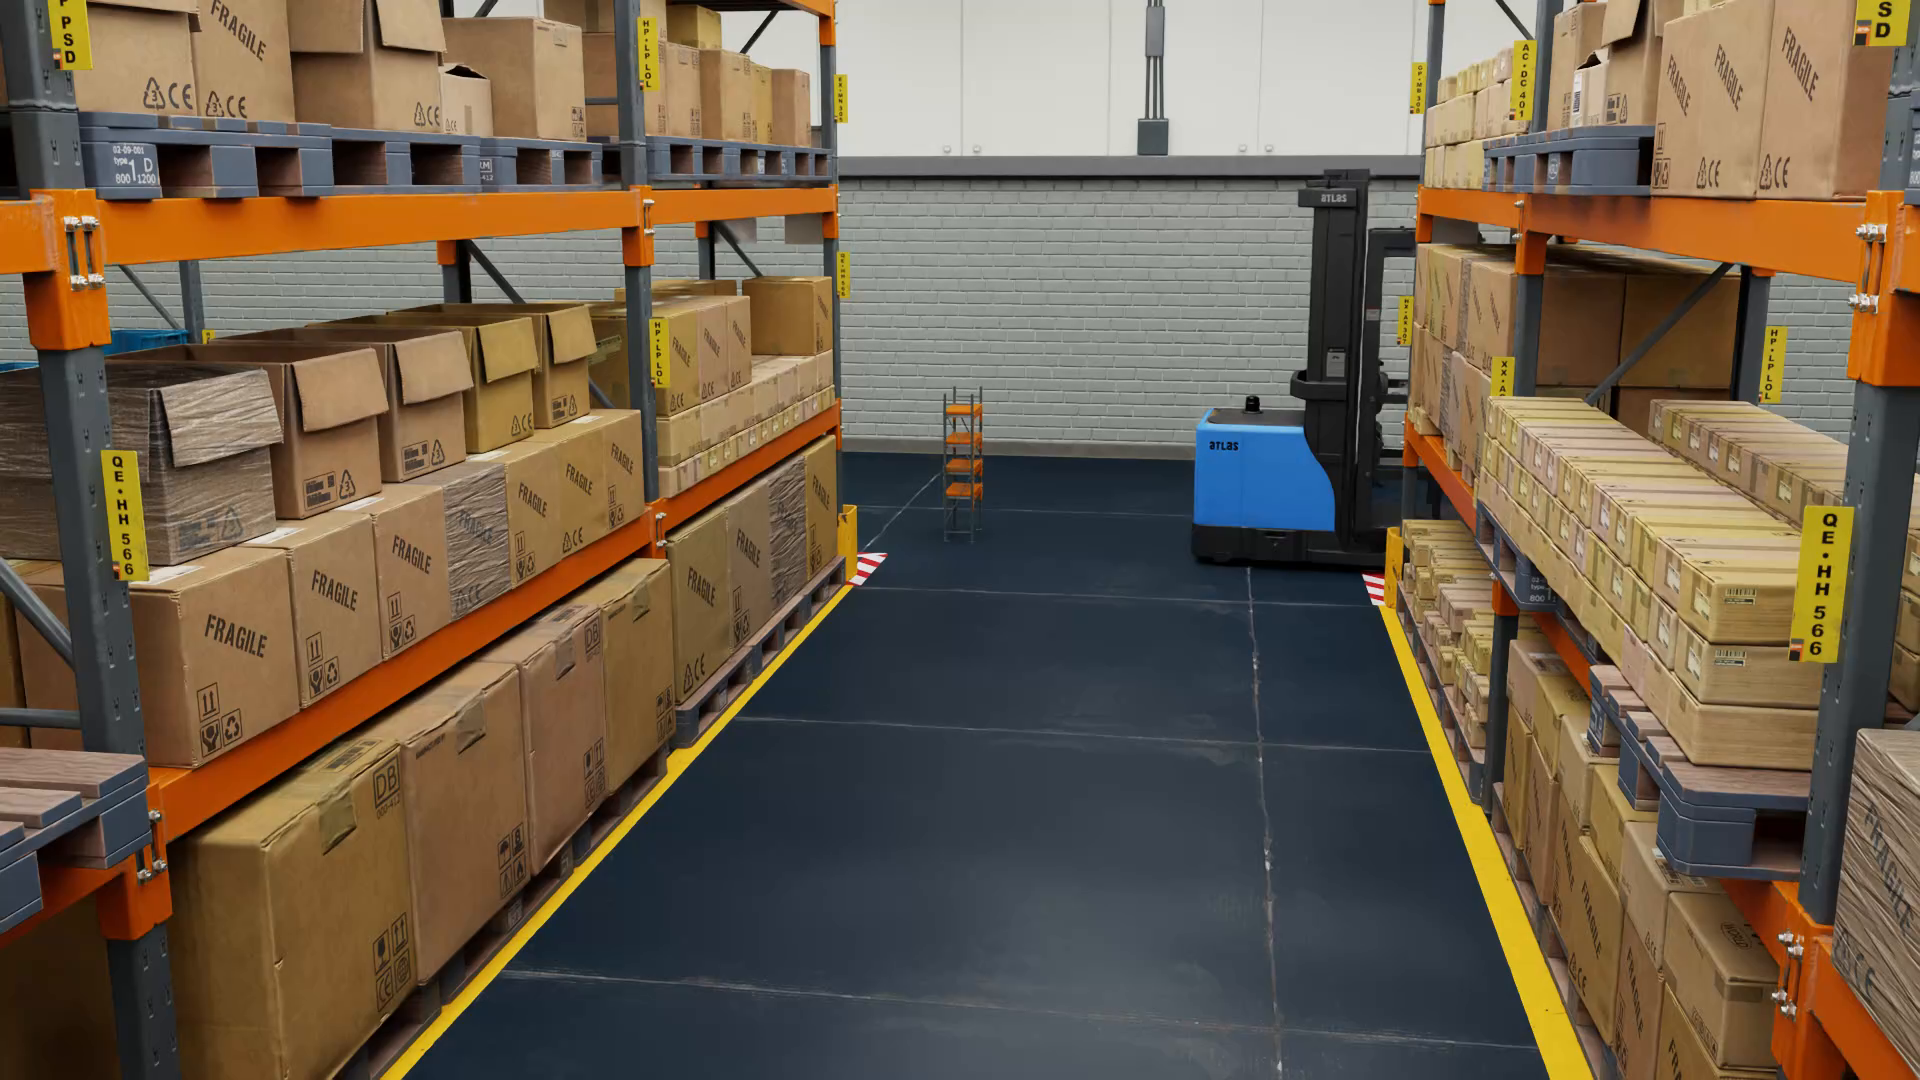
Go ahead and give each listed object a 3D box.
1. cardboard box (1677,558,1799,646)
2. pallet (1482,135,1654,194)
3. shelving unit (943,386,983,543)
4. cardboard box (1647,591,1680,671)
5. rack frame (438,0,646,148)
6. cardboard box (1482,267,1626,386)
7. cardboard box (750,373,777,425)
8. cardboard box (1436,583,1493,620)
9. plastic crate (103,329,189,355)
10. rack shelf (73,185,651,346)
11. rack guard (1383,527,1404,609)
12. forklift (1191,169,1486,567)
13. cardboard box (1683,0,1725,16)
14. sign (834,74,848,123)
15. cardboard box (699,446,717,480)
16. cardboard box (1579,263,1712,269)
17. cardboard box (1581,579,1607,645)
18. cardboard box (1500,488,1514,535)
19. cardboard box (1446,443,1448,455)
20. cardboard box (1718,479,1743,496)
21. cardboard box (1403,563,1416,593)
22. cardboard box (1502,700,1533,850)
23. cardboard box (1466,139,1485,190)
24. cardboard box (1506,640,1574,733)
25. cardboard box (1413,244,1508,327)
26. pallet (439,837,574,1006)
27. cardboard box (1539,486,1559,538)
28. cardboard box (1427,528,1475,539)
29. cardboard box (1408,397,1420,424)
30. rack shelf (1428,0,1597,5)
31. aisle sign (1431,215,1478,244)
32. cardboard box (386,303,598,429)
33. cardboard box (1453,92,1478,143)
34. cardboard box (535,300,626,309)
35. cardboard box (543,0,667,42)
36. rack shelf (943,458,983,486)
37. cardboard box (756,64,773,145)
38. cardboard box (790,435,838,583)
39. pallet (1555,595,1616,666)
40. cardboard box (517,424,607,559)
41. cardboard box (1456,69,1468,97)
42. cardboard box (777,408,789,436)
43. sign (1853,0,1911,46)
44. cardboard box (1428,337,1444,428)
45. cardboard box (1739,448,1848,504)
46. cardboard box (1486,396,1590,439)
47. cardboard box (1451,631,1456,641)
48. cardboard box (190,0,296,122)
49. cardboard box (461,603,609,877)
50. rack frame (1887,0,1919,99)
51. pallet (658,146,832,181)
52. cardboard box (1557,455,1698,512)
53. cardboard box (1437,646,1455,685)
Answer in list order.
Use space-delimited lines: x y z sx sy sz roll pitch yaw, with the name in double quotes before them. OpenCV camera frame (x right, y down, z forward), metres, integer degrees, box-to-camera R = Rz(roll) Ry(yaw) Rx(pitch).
"cardboard box" 1.917 0.145 3.889 0.380 0.149 0.250 1 12 6
"pallet" 2.709 -1.447 6.415 1.213 0.211 1.003 2 12 9
"shelving unit" 0.025 -0.621 13.527 0.258 1.200 0.503 2 12 9
"cardboard box" 1.960 0.234 4.182 0.380 0.149 0.250 2 12 11
"rack frame" -1.976 -3.312 7.502 1.000 3.000 0.127 2 12 9
"cardboard box" 2.715 -0.987 7.639 0.500 0.500 0.500 1 12 7
"cardboard box" -1.406 -0.855 9.989 0.500 0.250 0.500 2 12 9
"cardboard box" 2.835 0.343 9.138 0.380 0.149 0.250 1 12 7
"plastic crate" -6.122 -1.344 12.381 0.616 0.435 0.499 2 12 9
"rack shelf" -2.283 -1.078 5.962 1.077 0.370 4.000 2 12 9
"rack guard" 3.513 0.207 11.345 1.175 0.500 0.348 2 12 9
"forklift" 3.333 -1.277 12.464 3.031 2.935 1.130 3 12 13
"cardboard box" 2.277 -1.616 4.695 0.396 0.266 0.258 2 12 9
"sign" -0.827 -3.052 11.502 0.100 0.325 0.005 2 12 9
"cardboard box" -1.521 -0.417 8.905 0.380 0.149 0.250 2 12 11
"cardboard box" 3.284 -1.075 8.046 0.500 0.500 0.500 2 12 7
"cardboard box" 2.077 0.222 4.944 0.380 0.149 0.250 1 12 6
"cardboard box" 2.315 -0.103 6.452 0.380 0.149 0.250 2 12 9
"cardboard box" 2.962 -0.524 9.403 0.380 0.149 0.250 2 12 11
"cardboard box" 2.884 -0.119 5.818 0.380 0.149 0.250 1 12 6
"cardboard box" 3.128 0.257 10.953 0.380 0.149 0.250 2 12 10
"cardboard box" 2.534 0.964 6.836 0.500 0.500 0.500 2 12 11
"cardboard box" 2.884 -1.911 8.477 0.500 0.250 0.500 2 12 8
"cardboard box" 2.535 0.598 6.757 0.500 0.250 0.500 1 12 6
"cardboard box" 3.193 -1.629 10.614 0.500 0.500 0.500 2 12 8
"pallet" -2.205 1.401 6.490 1.003 0.211 1.213 2 12 9
"cardboard box" 2.198 -0.085 5.662 0.380 0.149 0.250 2 12 8
"cardboard box" 3.185 0.026 10.609 0.380 0.149 0.250 2 12 10
"cardboard box" 3.151 -0.851 10.918 0.380 0.149 0.250 2 12 8
"rack shelf" 3.217 -3.193 8.667 1.077 0.370 4.000 2 12 9
"aisle sign" 3.240 -2.326 10.997 0.394 0.787 0.004 2 12 9
"cardboard box" -2.066 -0.786 7.400 0.797 0.503 0.637 2 12 7
"cardboard box" 2.955 -2.266 8.937 0.500 0.250 0.500 1 12 7
"cardboard box" -2.088 -1.027 9.007 0.500 0.500 0.500 2 12 9
"cardboard box" -1.825 -2.711 8.582 0.500 0.250 0.500 1 12 5
"rack shelf" 0.025 -0.555 13.541 0.258 0.148 0.480 2 12 9
"cardboard box" -1.593 -2.758 10.581 0.700 0.500 0.500 1 12 7
"cardboard box" -1.380 -0.243 11.547 0.875 0.875 0.875 2 12 9
"pallet" 2.558 0.315 5.366 1.003 0.211 1.213 2 12 9
"cardboard box" -1.861 -0.219 7.154 0.500 0.500 0.500 2 12 10
"cardboard box" 2.971 -2.537 9.247 0.380 0.149 0.250 2 12 10
"cardboard box" -1.285 -0.738 10.394 0.380 0.149 0.250 2 12 9
"sign" 1.759 -1.102 3.140 0.100 0.325 0.005 2 12 9
"cardboard box" 3.038 -0.926 9.729 0.500 0.500 0.500 2 12 9
"cardboard box" 2.840 -0.210 5.535 0.380 0.149 0.250 1 12 6
"cardboard box" 2.395 -0.504 6.899 0.380 0.149 0.250 3 12 12
"cardboard box" 2.914 0.498 9.125 0.380 0.149 0.250 1 12 6
"cardboard box" -2.523 -1.579 5.347 0.500 0.500 0.500 3 12 12
"cardboard box" -2.191 0.774 6.830 1.225 0.875 0.875 1 12 7
"rack frame" 2.294 -2.298 2.795 1.000 3.000 0.127 2 12 9
"pallet" -1.464 -2.480 10.973 1.003 0.211 1.213 2 12 9
"cardboard box" 2.159 -0.179 5.389 0.380 0.149 0.250 2 12 10
"cardboard box" 2.792 0.682 8.977 0.380 0.149 0.250 2 12 9
